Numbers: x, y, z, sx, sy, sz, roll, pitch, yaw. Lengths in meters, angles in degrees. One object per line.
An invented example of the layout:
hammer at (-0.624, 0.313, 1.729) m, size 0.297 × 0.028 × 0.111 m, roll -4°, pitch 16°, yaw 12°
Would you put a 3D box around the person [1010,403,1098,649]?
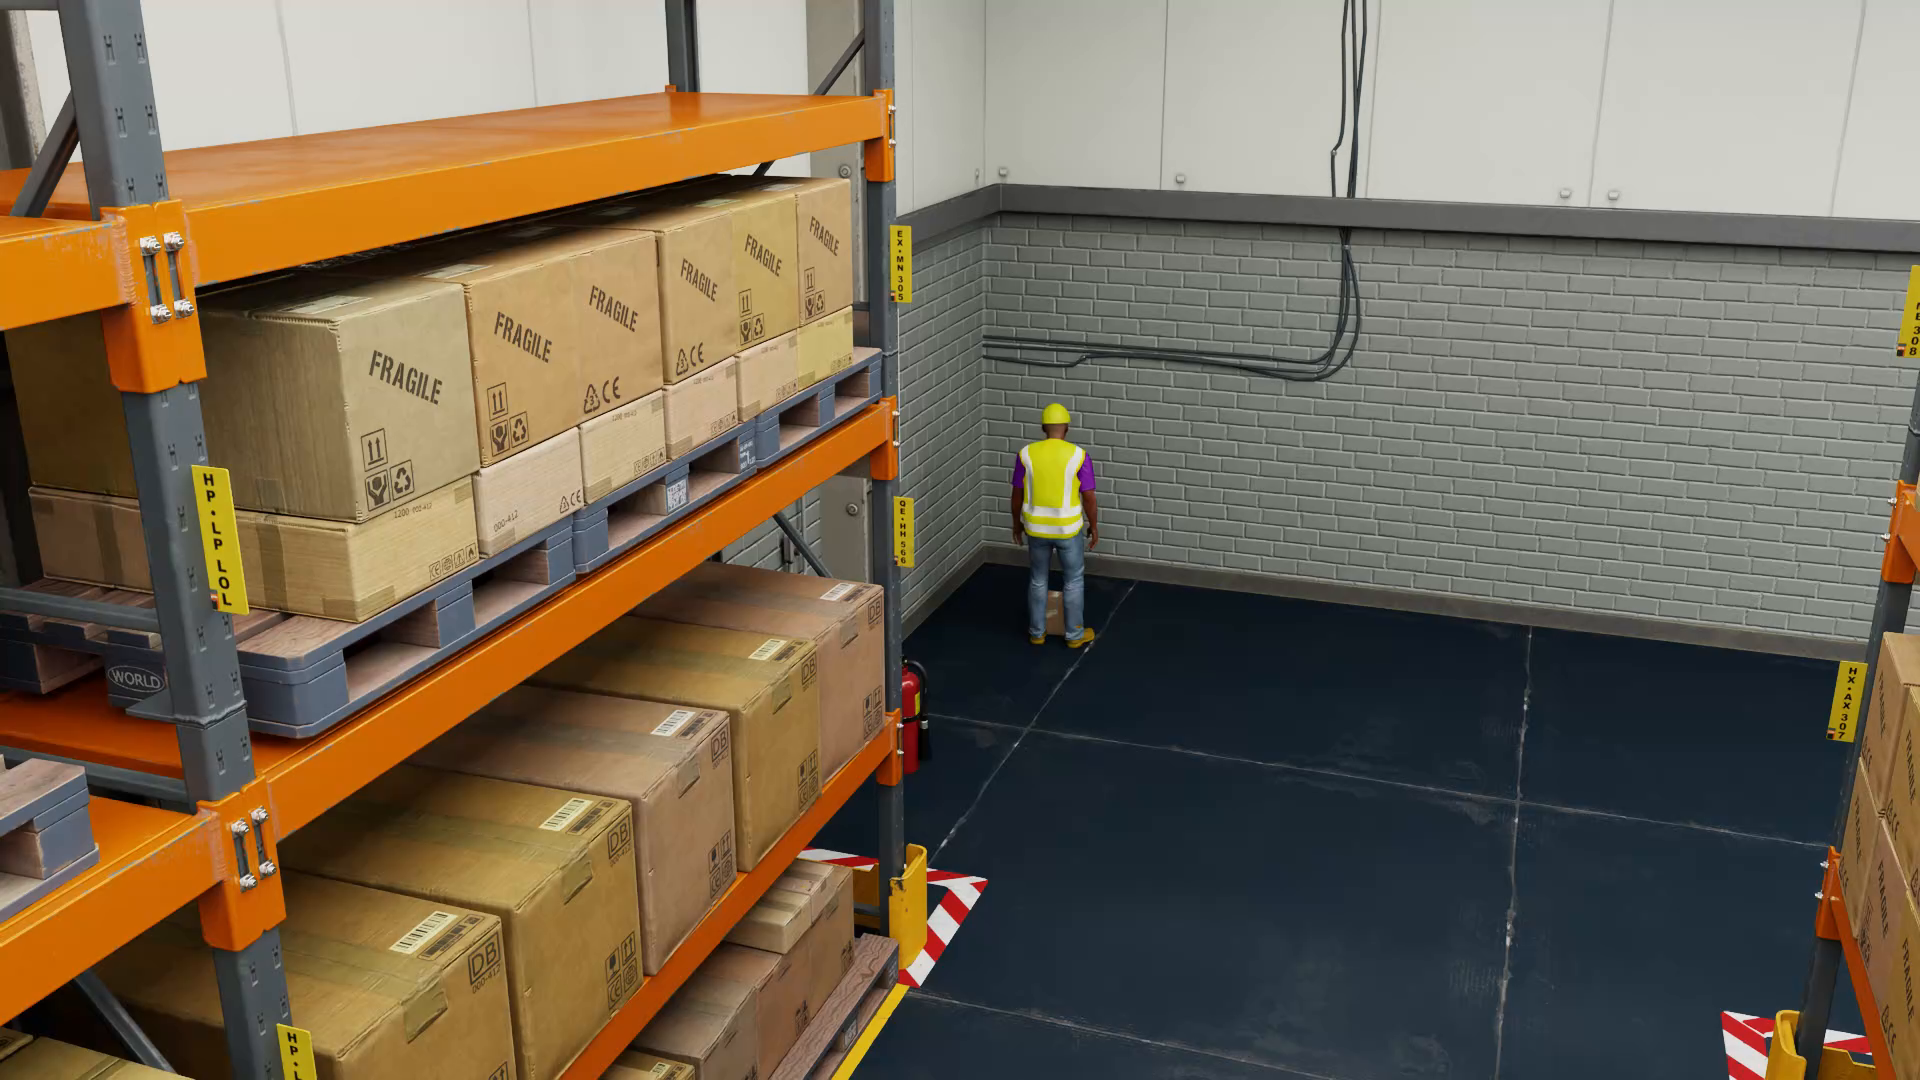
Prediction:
person at (0.674, -0.103, 11.841) m, size 0.629 × 1.759 × 0.460 m, roll 5°, pitch 19°, yaw 15°
